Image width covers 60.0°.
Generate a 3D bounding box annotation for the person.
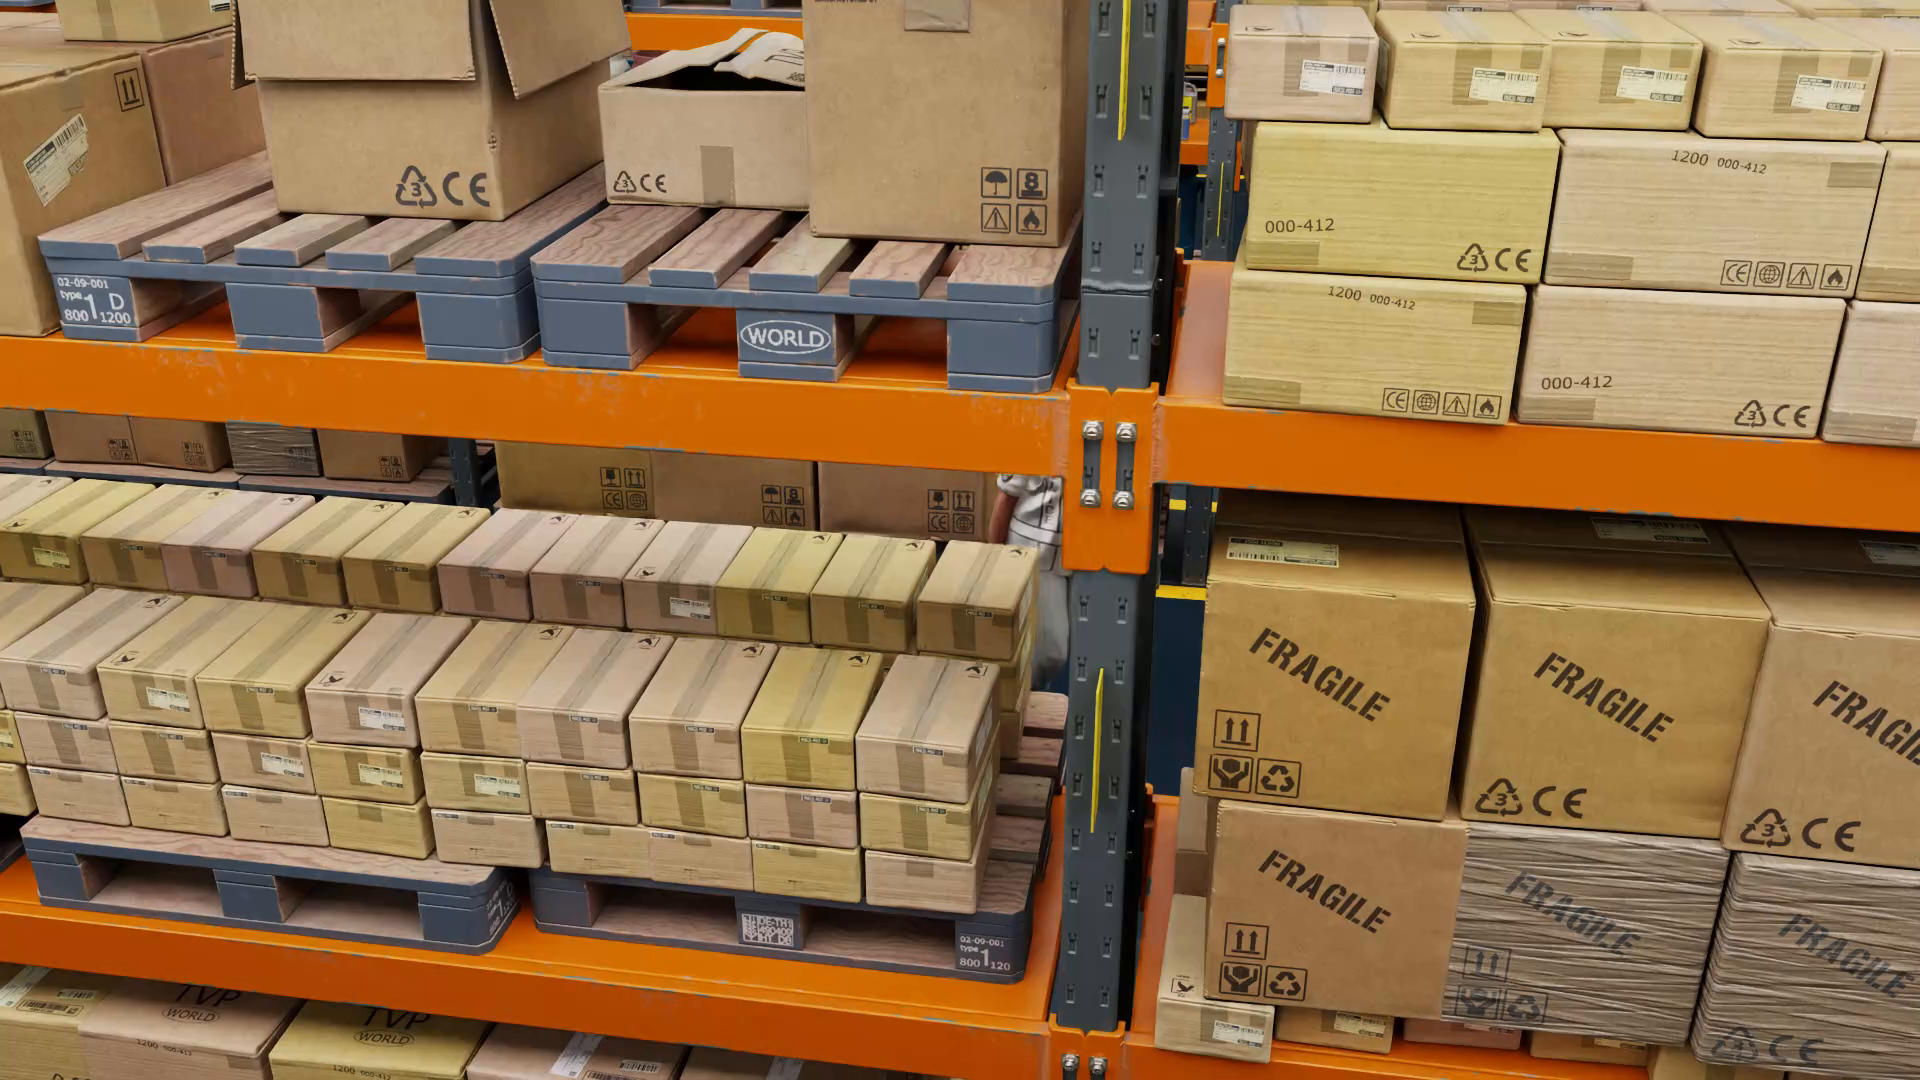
[{"bbox_3d":[0.387,0.060,6.921,0.573,1.748,0.480,-20,32,-37],"label":"person"}]
